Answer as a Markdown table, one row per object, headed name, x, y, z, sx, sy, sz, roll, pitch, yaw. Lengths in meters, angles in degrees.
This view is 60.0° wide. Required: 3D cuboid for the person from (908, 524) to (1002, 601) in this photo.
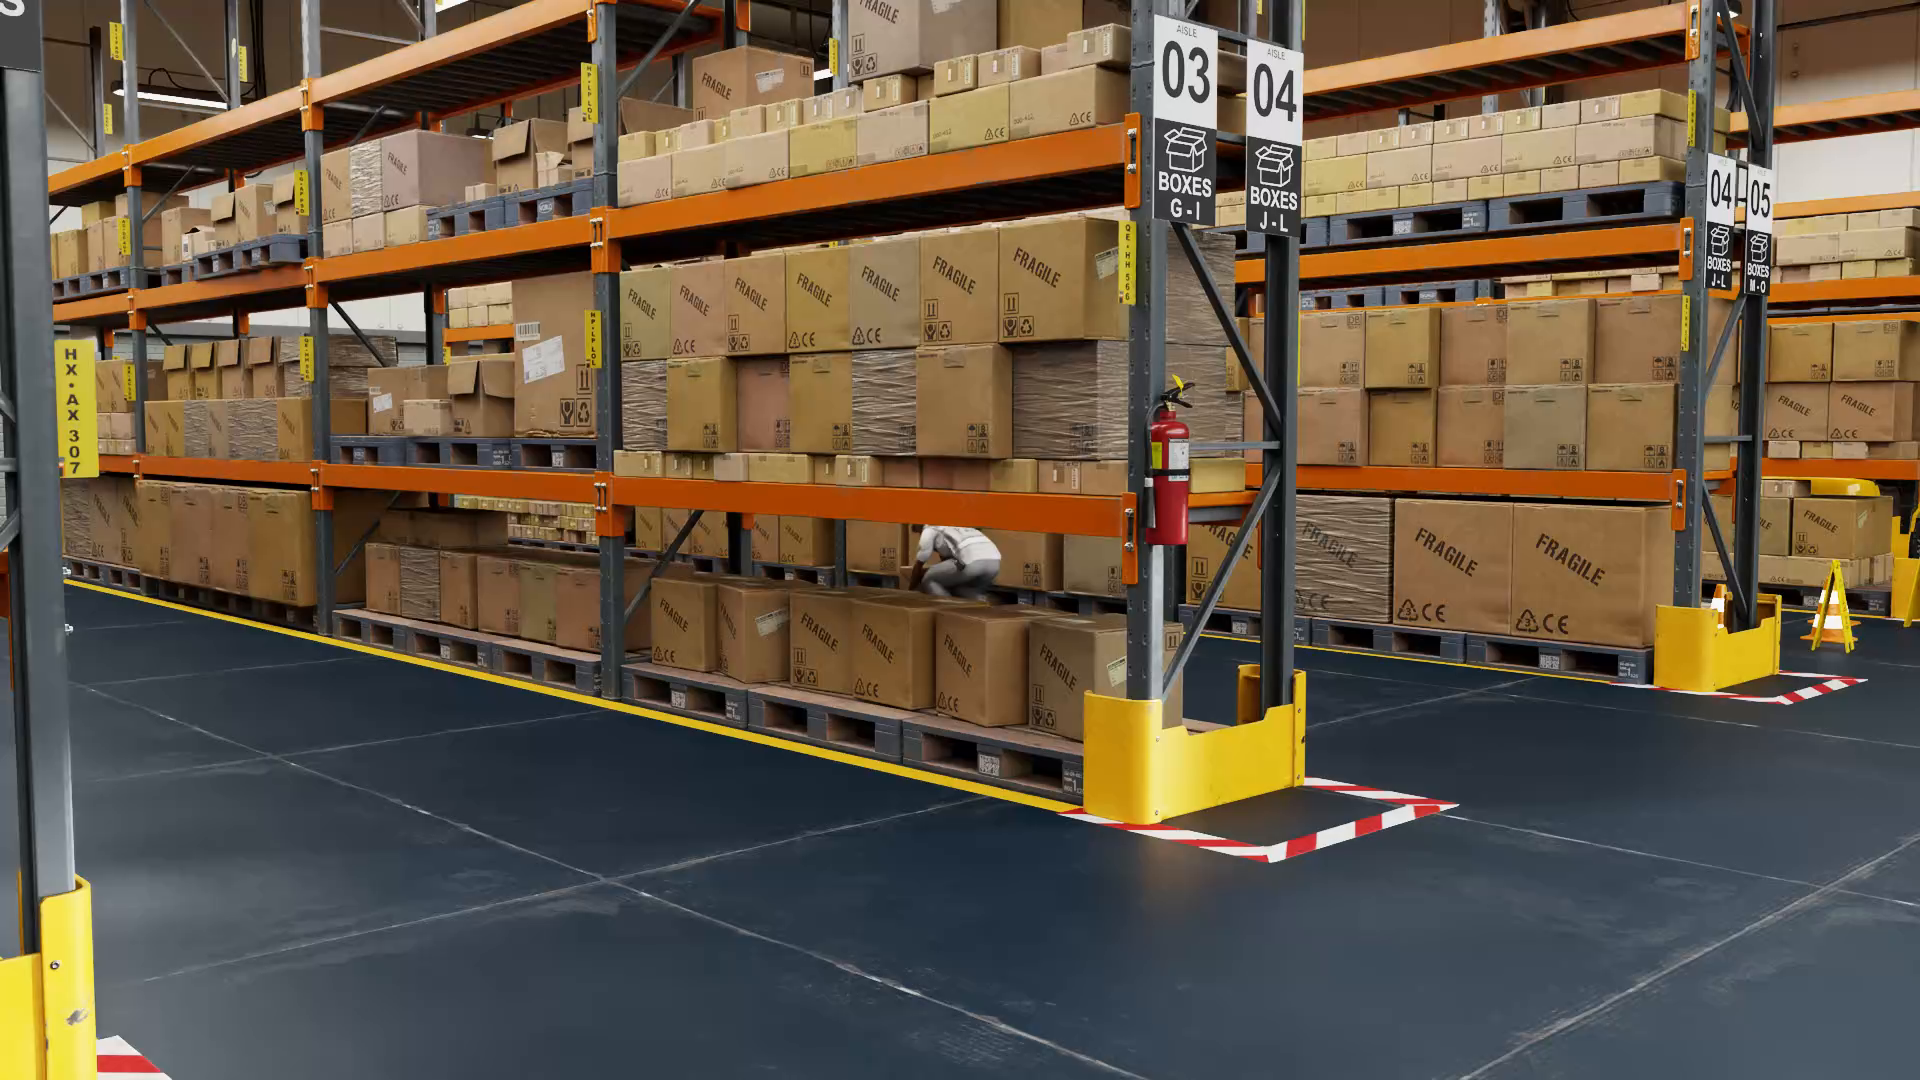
| name | x | y | z | sx | sy | sz | roll | pitch | yaw |
| --- | --- | --- | --- | --- | --- | --- | --- | --- | --- |
| person | -0.072 | 0.205 | 13.106 | 0.874 | 0.977 | 0.456 | 4 | 6 | 45 |
